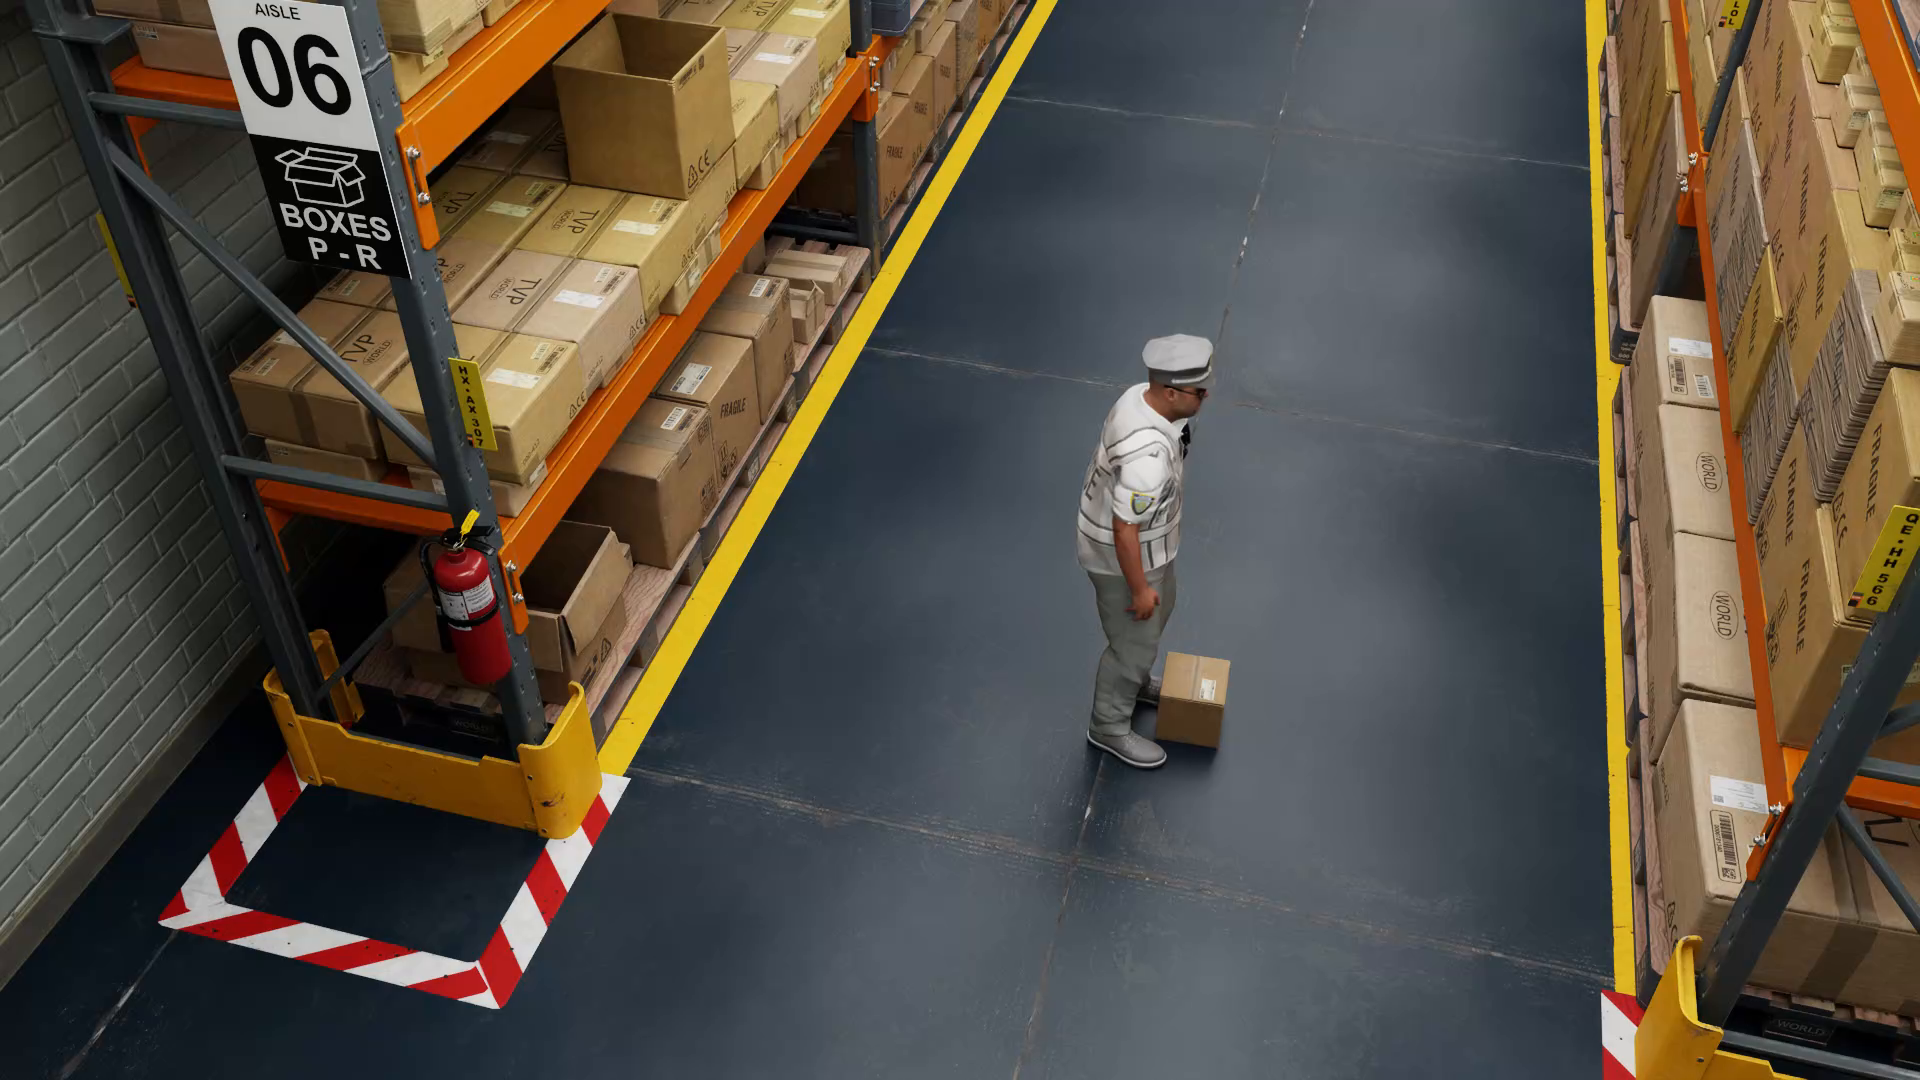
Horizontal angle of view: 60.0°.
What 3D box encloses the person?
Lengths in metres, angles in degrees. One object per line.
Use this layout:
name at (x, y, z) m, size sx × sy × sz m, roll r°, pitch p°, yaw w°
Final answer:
person at (0.670, 0.023, 6.125) m, size 0.479 × 1.747 × 0.605 m, roll 8°, pitch 41°, yaw 9°
